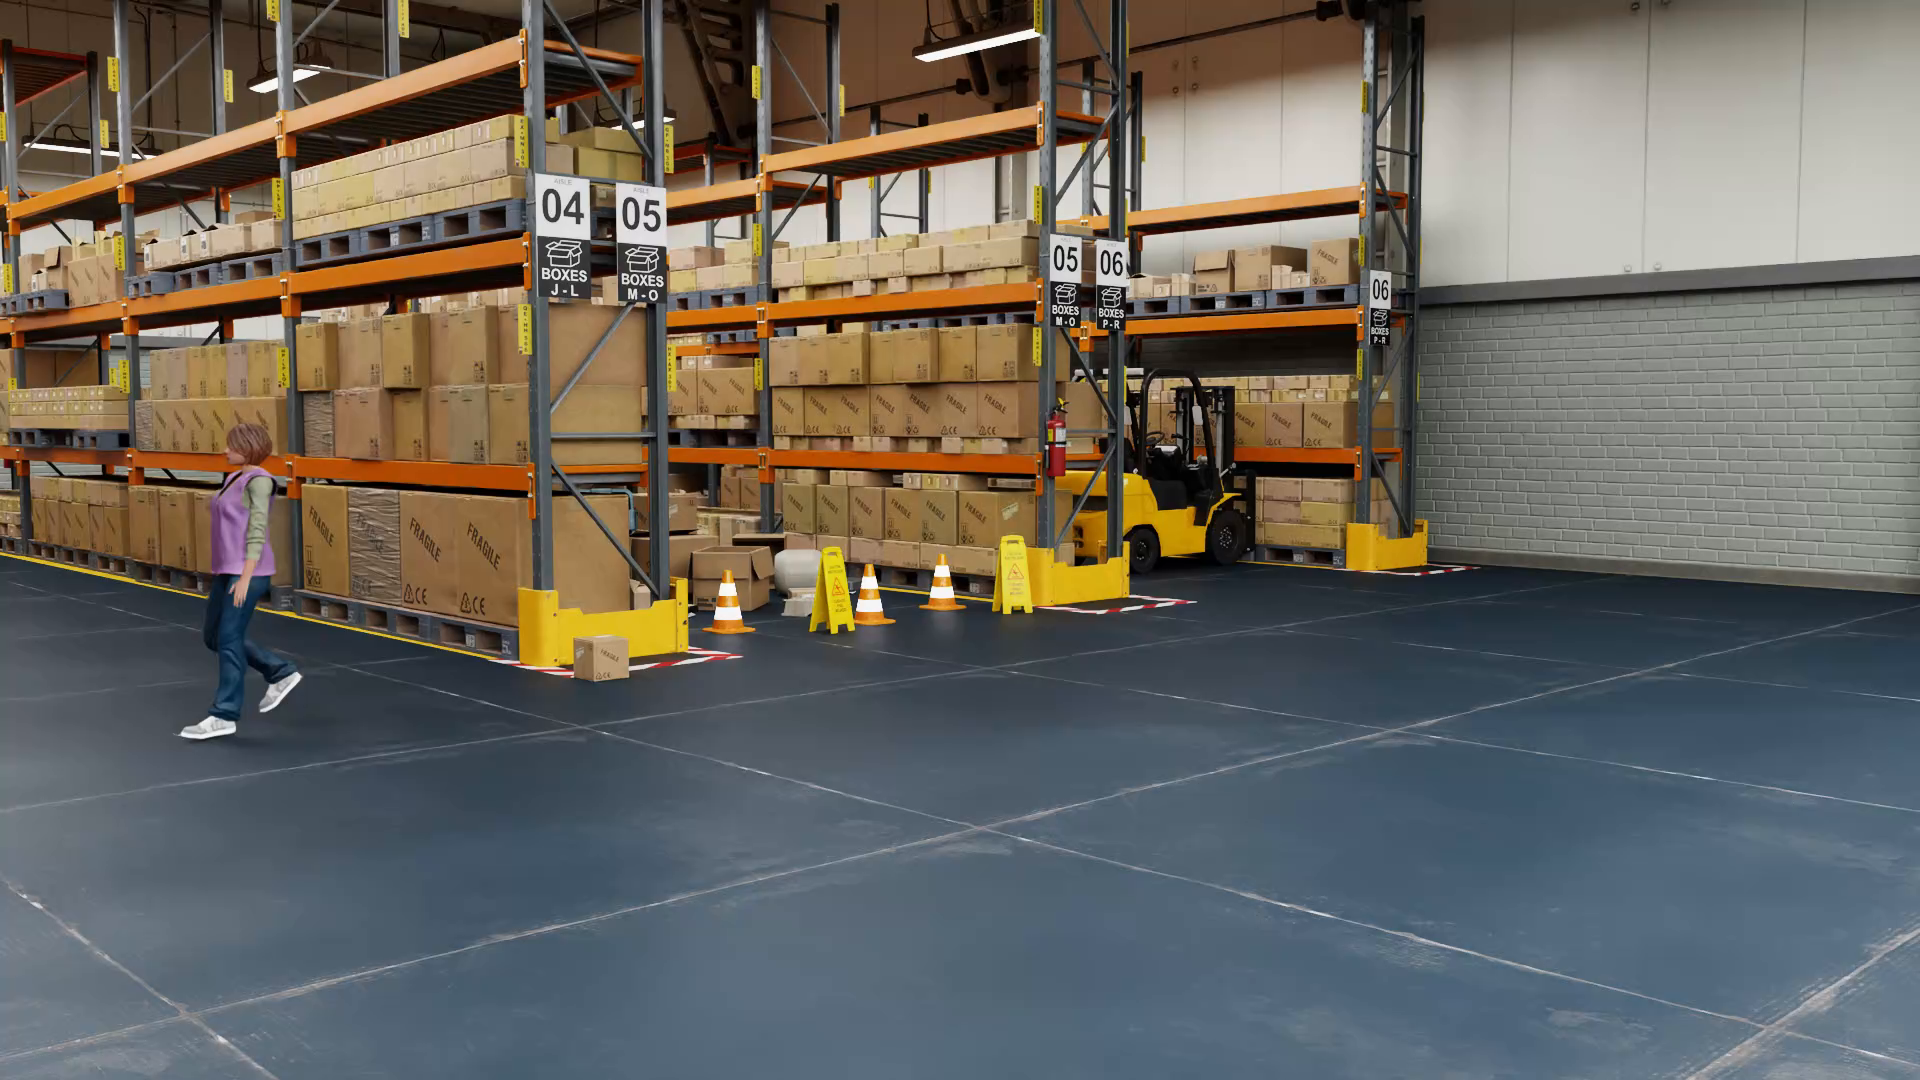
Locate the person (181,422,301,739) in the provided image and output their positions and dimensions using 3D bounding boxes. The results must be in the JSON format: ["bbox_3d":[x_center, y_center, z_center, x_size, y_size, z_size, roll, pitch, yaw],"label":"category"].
[{"bbox_3d":[-3.690,0.191,8.517,0.663,1.584,0.431,-4,6,-41],"label":"person"}]
